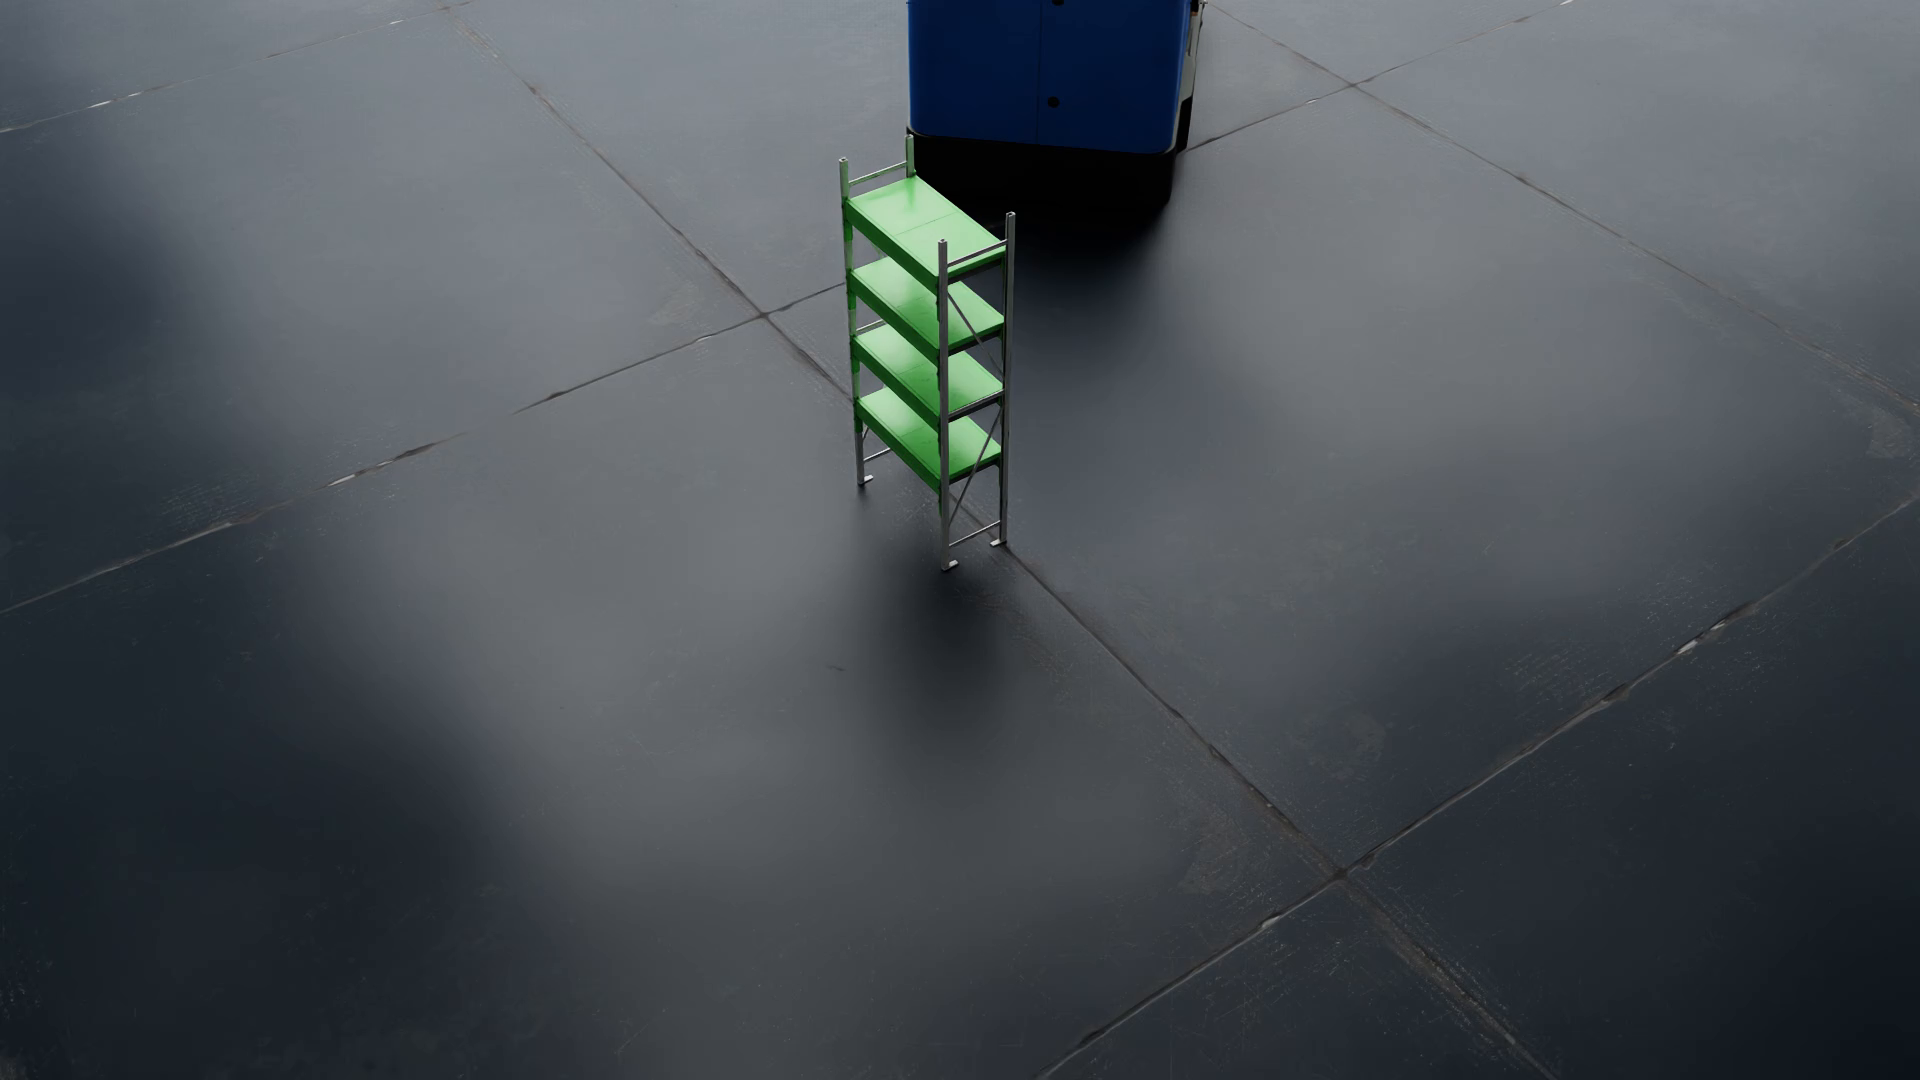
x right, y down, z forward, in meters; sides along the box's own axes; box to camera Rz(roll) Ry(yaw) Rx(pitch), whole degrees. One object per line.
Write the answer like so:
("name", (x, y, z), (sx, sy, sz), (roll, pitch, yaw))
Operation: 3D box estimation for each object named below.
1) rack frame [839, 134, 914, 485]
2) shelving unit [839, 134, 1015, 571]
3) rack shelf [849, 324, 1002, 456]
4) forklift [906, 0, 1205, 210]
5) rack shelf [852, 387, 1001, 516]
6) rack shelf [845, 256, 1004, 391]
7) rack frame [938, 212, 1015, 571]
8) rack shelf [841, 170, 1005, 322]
("rack frame", (-0.234, -0.666, 5.079), (0.240, 1.200, 0.015), (-26, 49, -24))
("shelving unit", (-0.095, -0.528, 4.934), (0.258, 1.200, 0.503), (-26, 49, -24))
("rack shelf", (-0.095, -0.482, 4.978), (0.258, 0.148, 0.480), (-26, 49, -24))
("forklift", (0.543, -3.376, 6.664), (1.130, 2.935, 3.031), (7, 44, 7))
("rack shelf", (-0.095, -0.308, 5.144), (0.258, 0.148, 0.480), (-26, 49, -24))
("rack shelf", (-0.095, -0.655, 4.812), (0.258, 0.148, 0.480), (-26, 49, -24))
("rack frame", (0.045, -0.390, 4.789), (0.240, 1.200, 0.015), (-26, 49, -24))
("rack shelf", (-0.095, -0.829, 4.647), (0.258, 0.148, 0.480), (-26, 49, -24))
